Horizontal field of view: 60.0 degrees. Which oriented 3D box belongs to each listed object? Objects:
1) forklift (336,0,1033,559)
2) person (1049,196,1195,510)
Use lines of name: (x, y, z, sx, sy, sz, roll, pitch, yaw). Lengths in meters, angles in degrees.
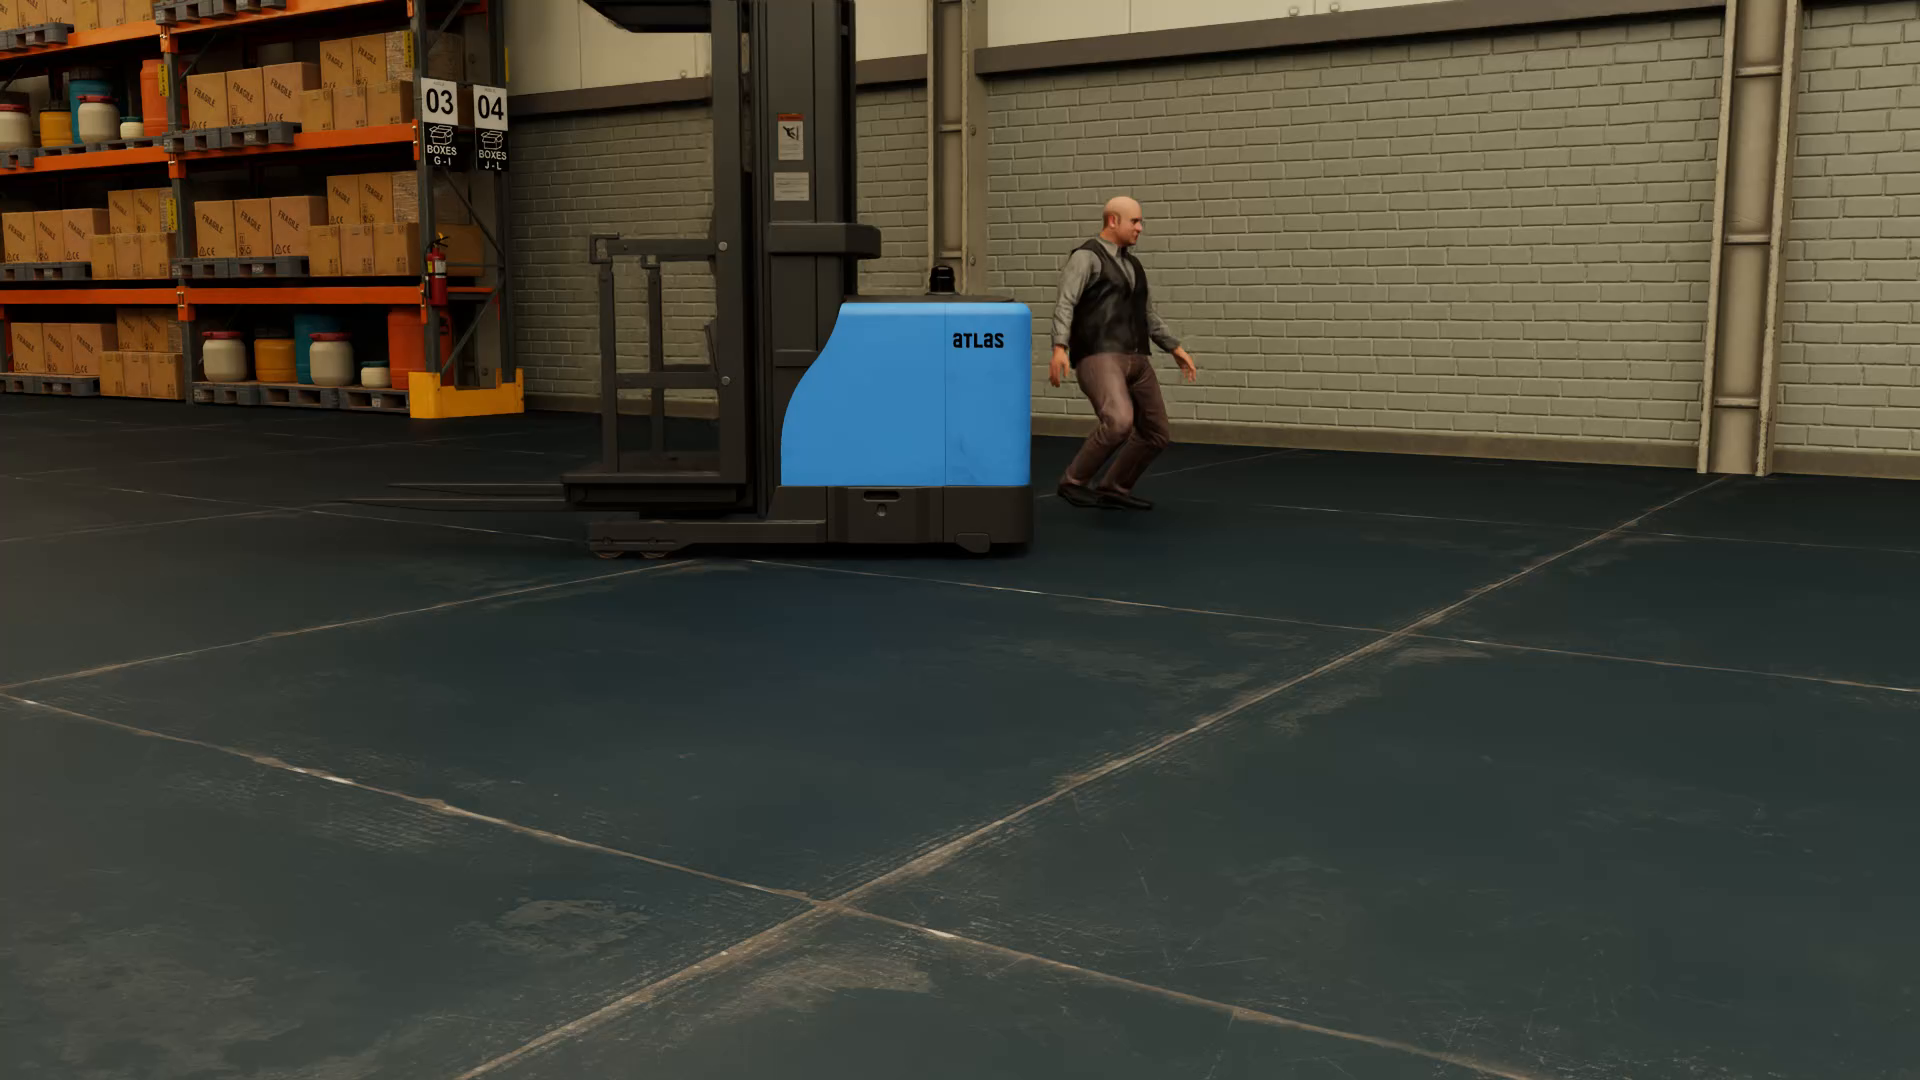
forklift: (-1.194, -1.444, 7.350, 3.031, 2.935, 1.130, 0, 8, 1)
person: (0.795, -0.906, 8.338, 0.916, 1.613, 0.598, -8, 11, -44)
